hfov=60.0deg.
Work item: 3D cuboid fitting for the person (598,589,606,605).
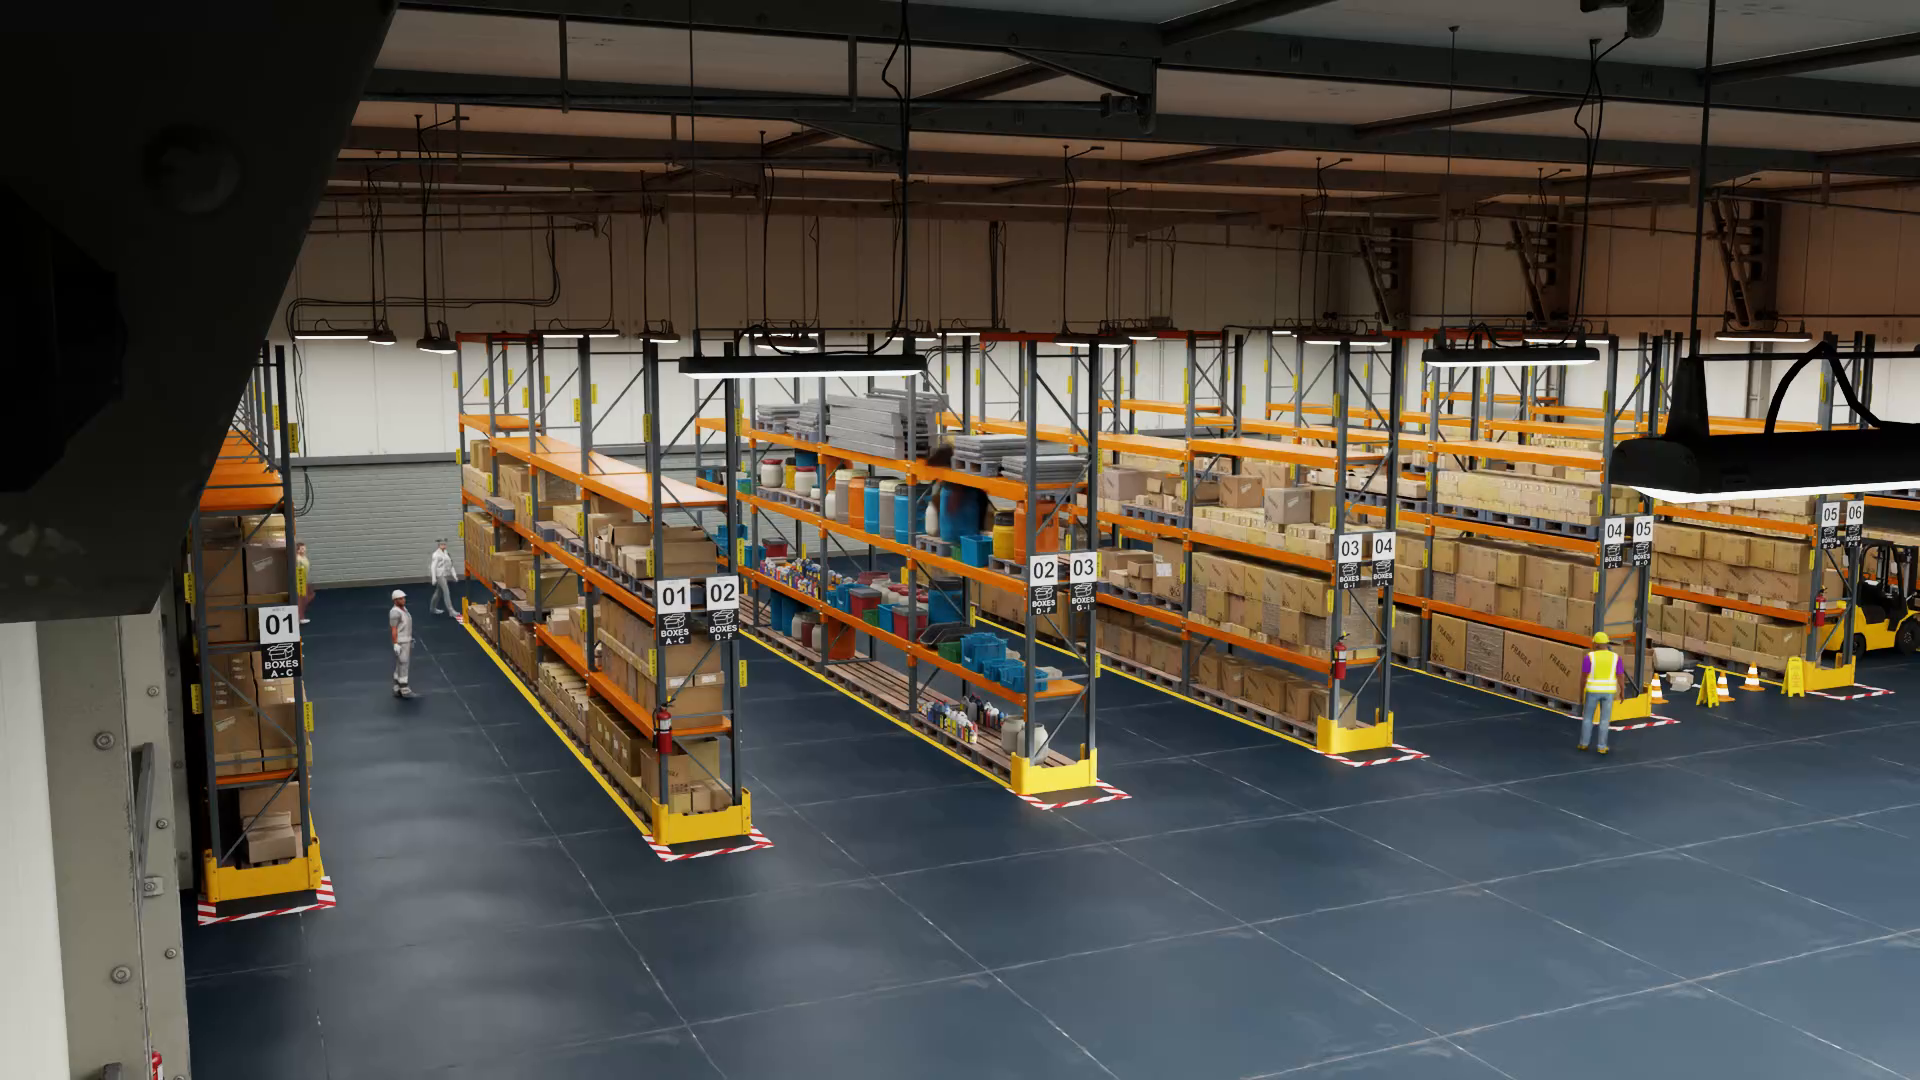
[{"bbox_3d":[-6.480,1.363,31.022,0.514,1.591,0.932,-4,9,-30],"label":"person"}]

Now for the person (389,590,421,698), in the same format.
[{"bbox_3d":[-9.262,1.713,27.731,0.443,1.801,0.613,-2,8,-16],"label":"person"}]

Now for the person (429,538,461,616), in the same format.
[{"bbox_3d":[-10.895,0.772,35.139,0.835,1.647,0.556,1,8,4],"label":"person"}]

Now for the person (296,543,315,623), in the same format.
[{"bbox_3d":[-13.530,0.879,34.256,0.459,1.666,0.522,-4,9,-28],"label":"person"}]

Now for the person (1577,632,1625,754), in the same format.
[{"bbox_3d":[9.348,2.216,24.219,0.619,1.793,0.464,3,8,18],"label":"person"}]
